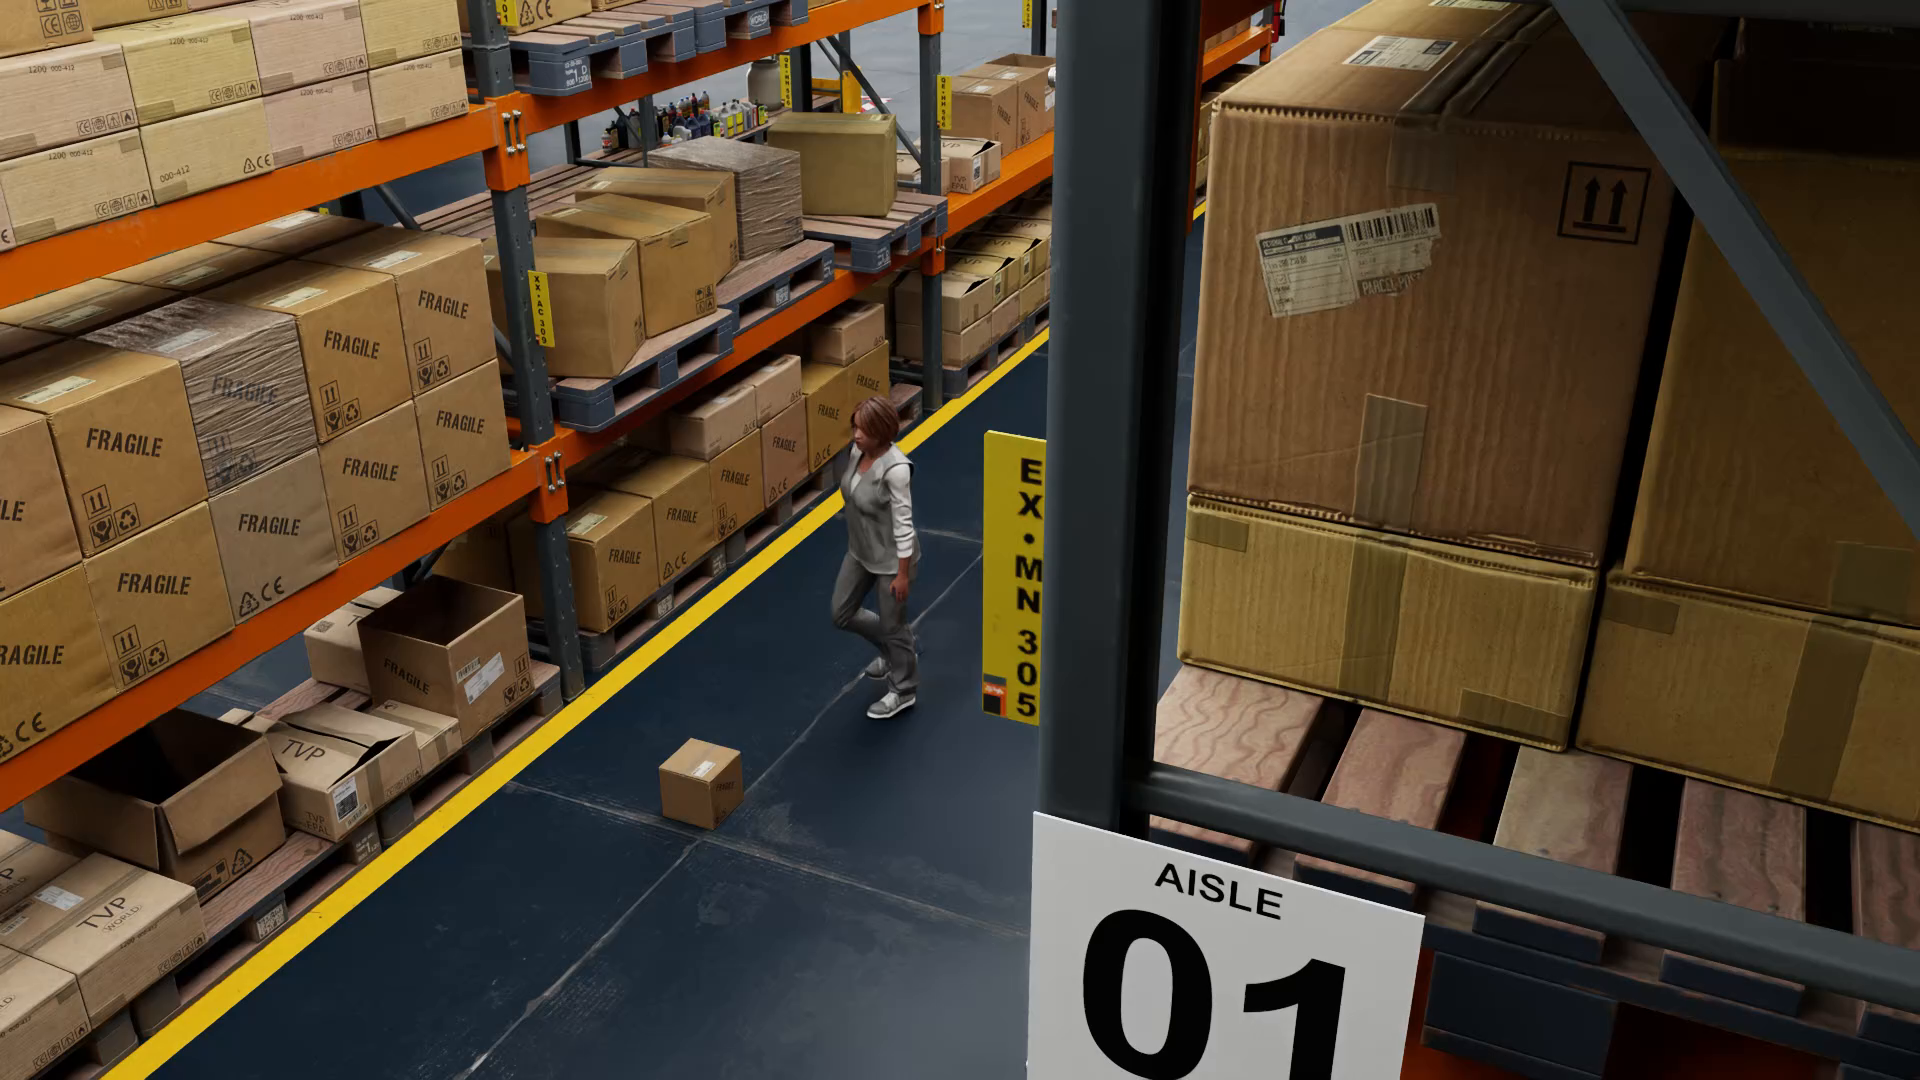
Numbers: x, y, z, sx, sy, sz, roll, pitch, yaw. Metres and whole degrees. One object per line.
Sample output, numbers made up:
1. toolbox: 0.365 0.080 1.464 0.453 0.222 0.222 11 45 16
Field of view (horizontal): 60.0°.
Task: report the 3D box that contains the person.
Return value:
1. person: -0.338 0.082 7.433 0.428 1.596 0.463 -18 31 -31
